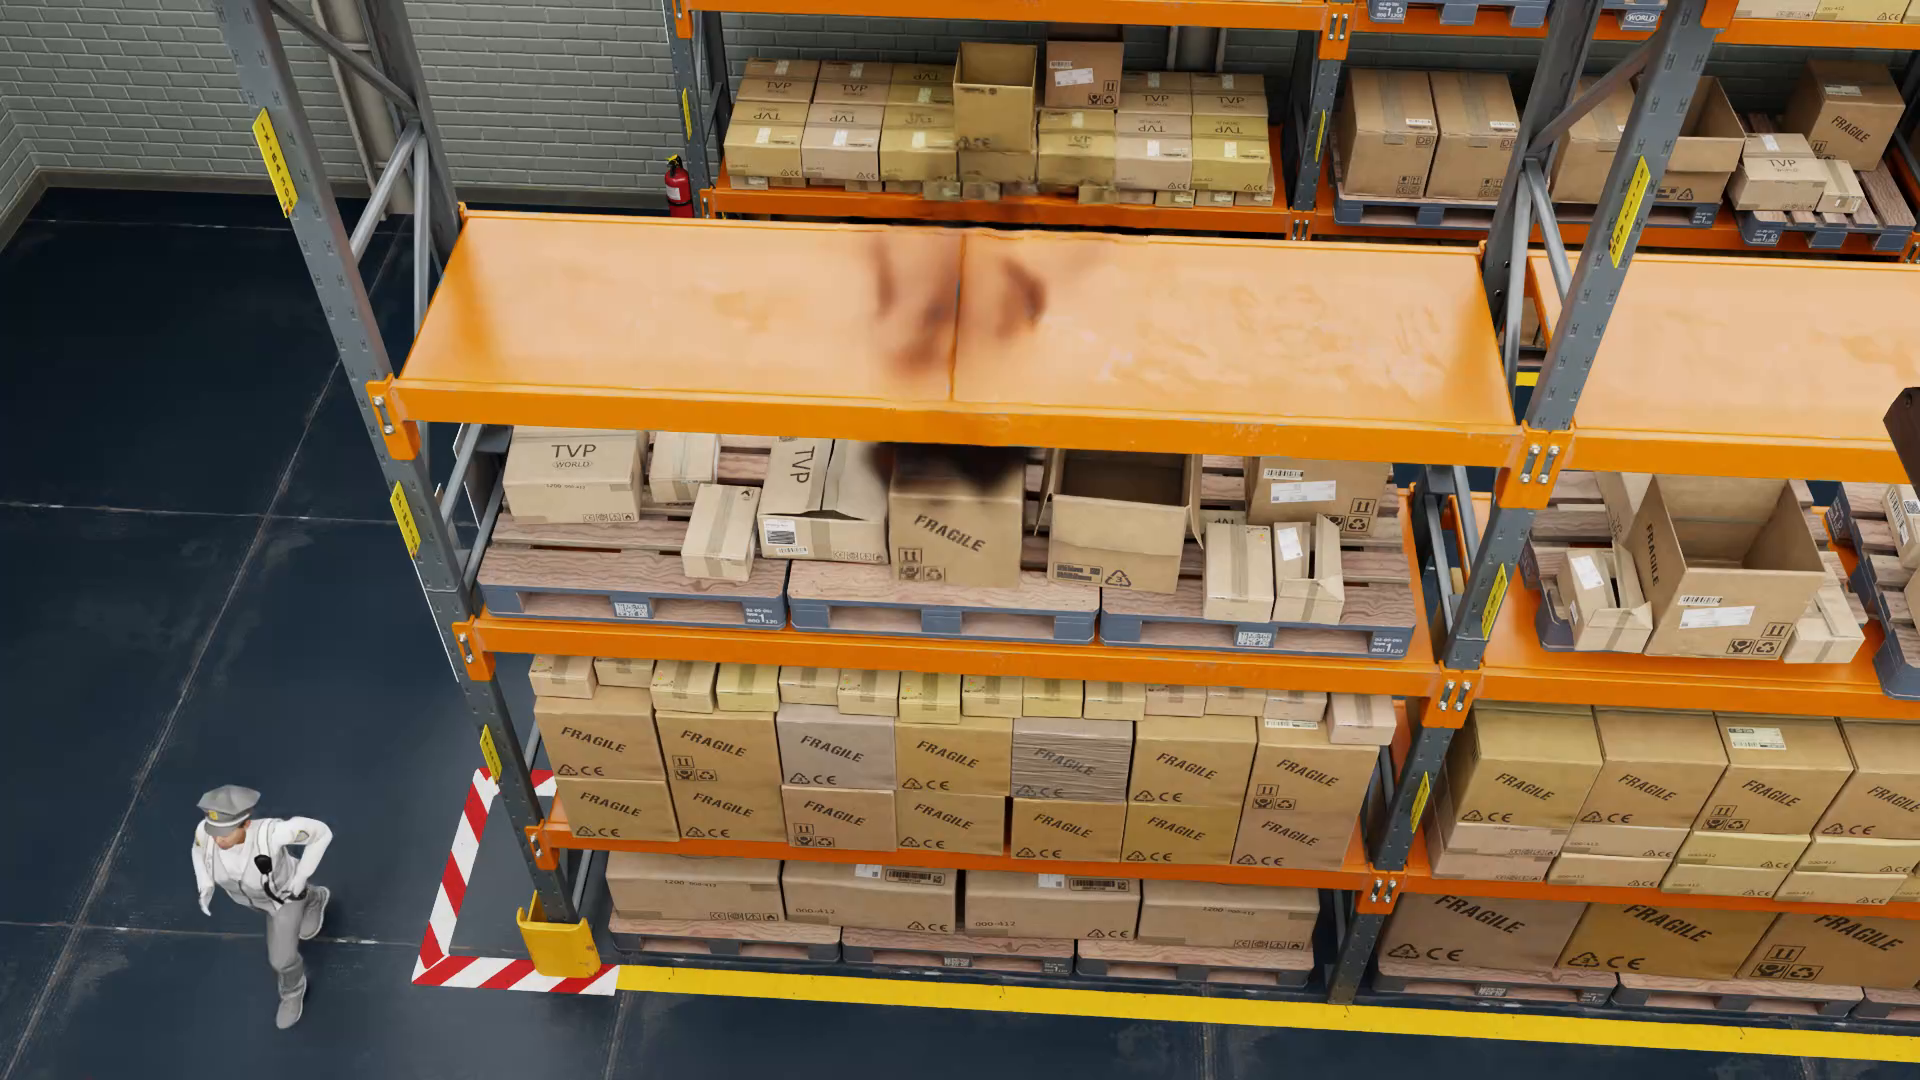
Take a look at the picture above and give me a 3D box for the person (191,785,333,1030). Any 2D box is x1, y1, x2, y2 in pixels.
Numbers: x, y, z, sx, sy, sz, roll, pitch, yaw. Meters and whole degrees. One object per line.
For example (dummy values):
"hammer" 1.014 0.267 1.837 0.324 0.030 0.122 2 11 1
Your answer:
"person" -3.320 1.683 8.091 0.608 1.752 0.736 10 49 9
